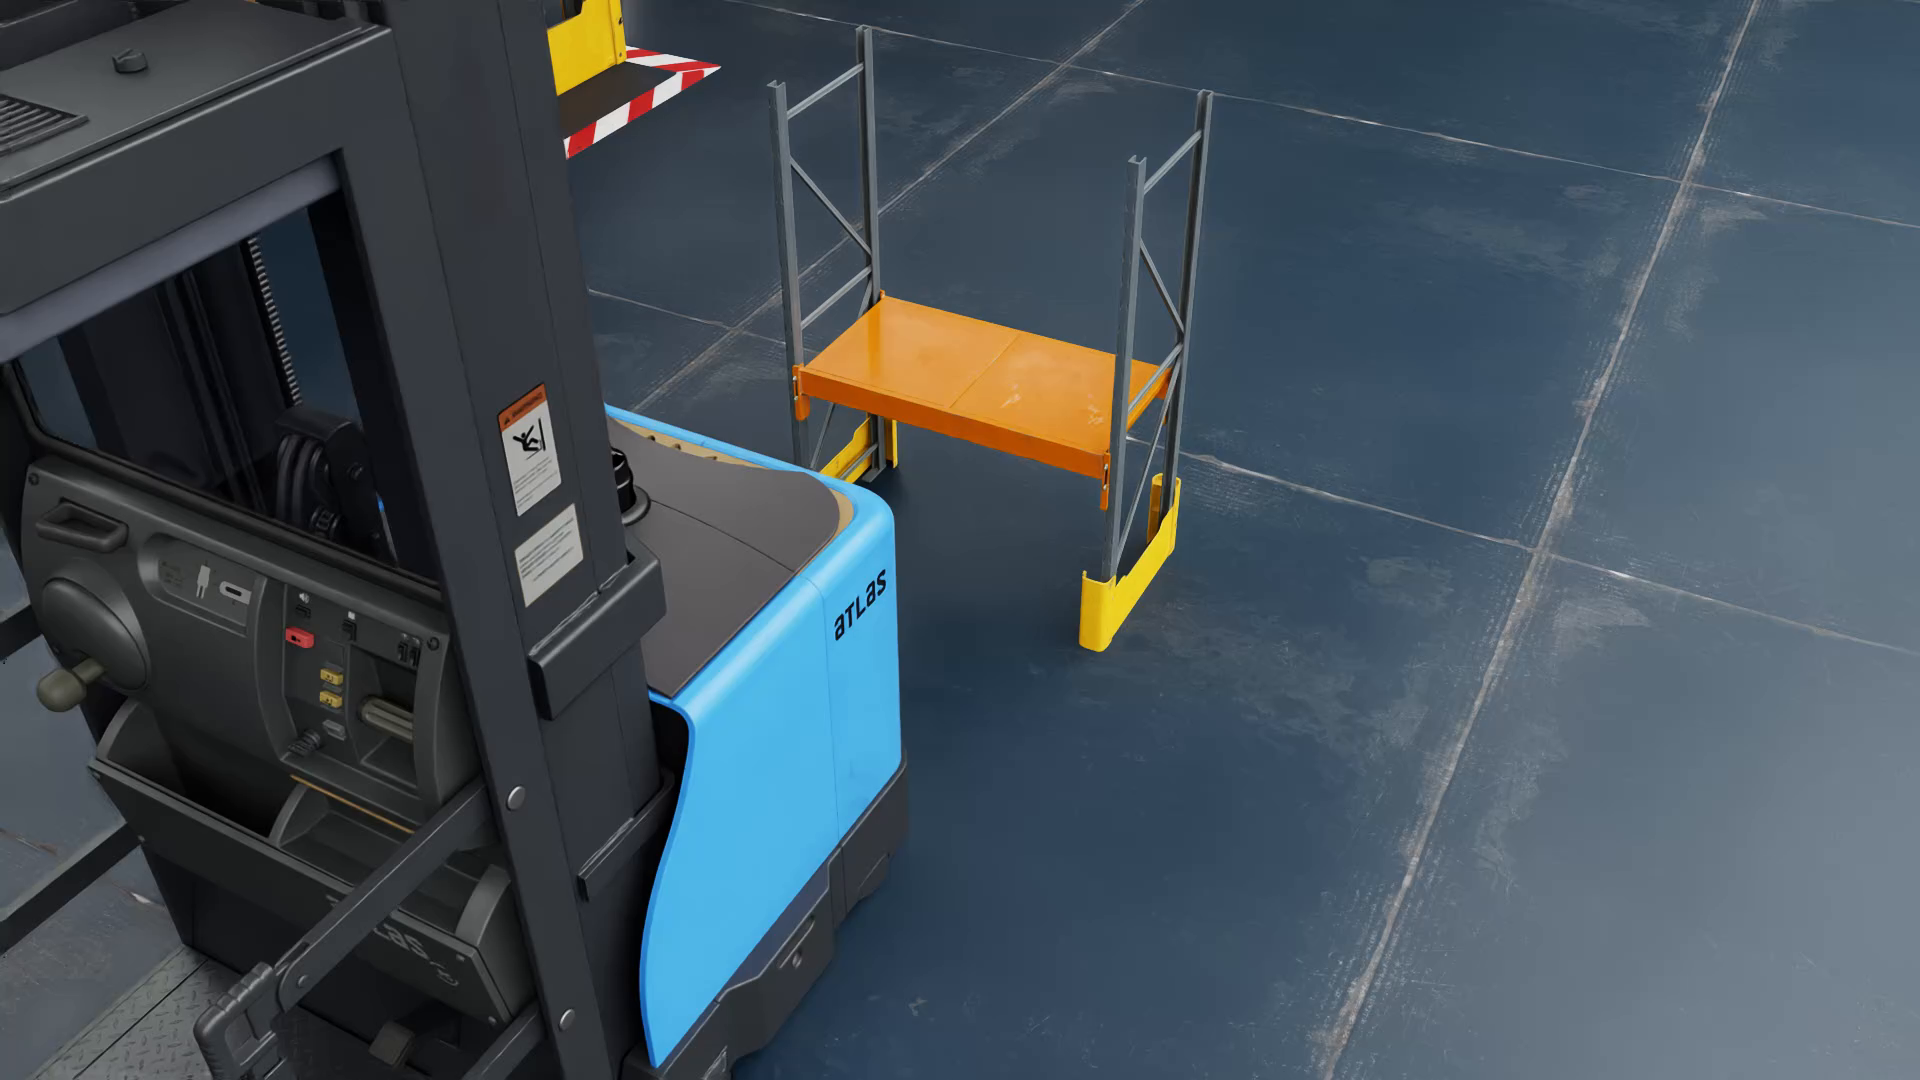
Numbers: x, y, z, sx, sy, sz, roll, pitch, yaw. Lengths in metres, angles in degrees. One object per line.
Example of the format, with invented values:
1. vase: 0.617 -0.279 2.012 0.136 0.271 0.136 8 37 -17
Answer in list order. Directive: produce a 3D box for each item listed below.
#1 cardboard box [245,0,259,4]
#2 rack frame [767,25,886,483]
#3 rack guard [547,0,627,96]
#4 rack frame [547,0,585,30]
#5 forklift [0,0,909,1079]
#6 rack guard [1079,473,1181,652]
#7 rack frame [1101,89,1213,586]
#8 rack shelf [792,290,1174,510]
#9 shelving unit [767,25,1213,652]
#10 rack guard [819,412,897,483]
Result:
1. cardboard box: -3.535 -3.127 8.299 0.875 0.875 0.875 17 40 21
2. rack frame: -0.376 -0.715 4.951 0.032 1.500 0.500 17 41 21
3. rack guard: -2.099 -2.407 8.008 0.348 0.500 1.175 17 41 21
4. rack frame: -2.120 -3.410 7.261 0.127 3.000 1.000 17 41 21
5. forklift: -1.274 0.236 2.515 1.130 2.935 3.031 18 41 22
6. rack guard: 0.510 0.060 4.964 0.087 0.250 0.587 17 41 21
7. rack frame: 0.527 -0.432 4.579 0.032 1.500 0.500 17 41 21
8. rack shelf: 0.076 -0.430 4.874 1.000 0.185 0.538 17 41 21
9. shelving unit: 0.068 -0.576 4.769 1.083 1.500 0.587 17 41 21
10. rack guard: -0.375 -0.217 5.329 0.087 0.250 0.587 17 41 21
